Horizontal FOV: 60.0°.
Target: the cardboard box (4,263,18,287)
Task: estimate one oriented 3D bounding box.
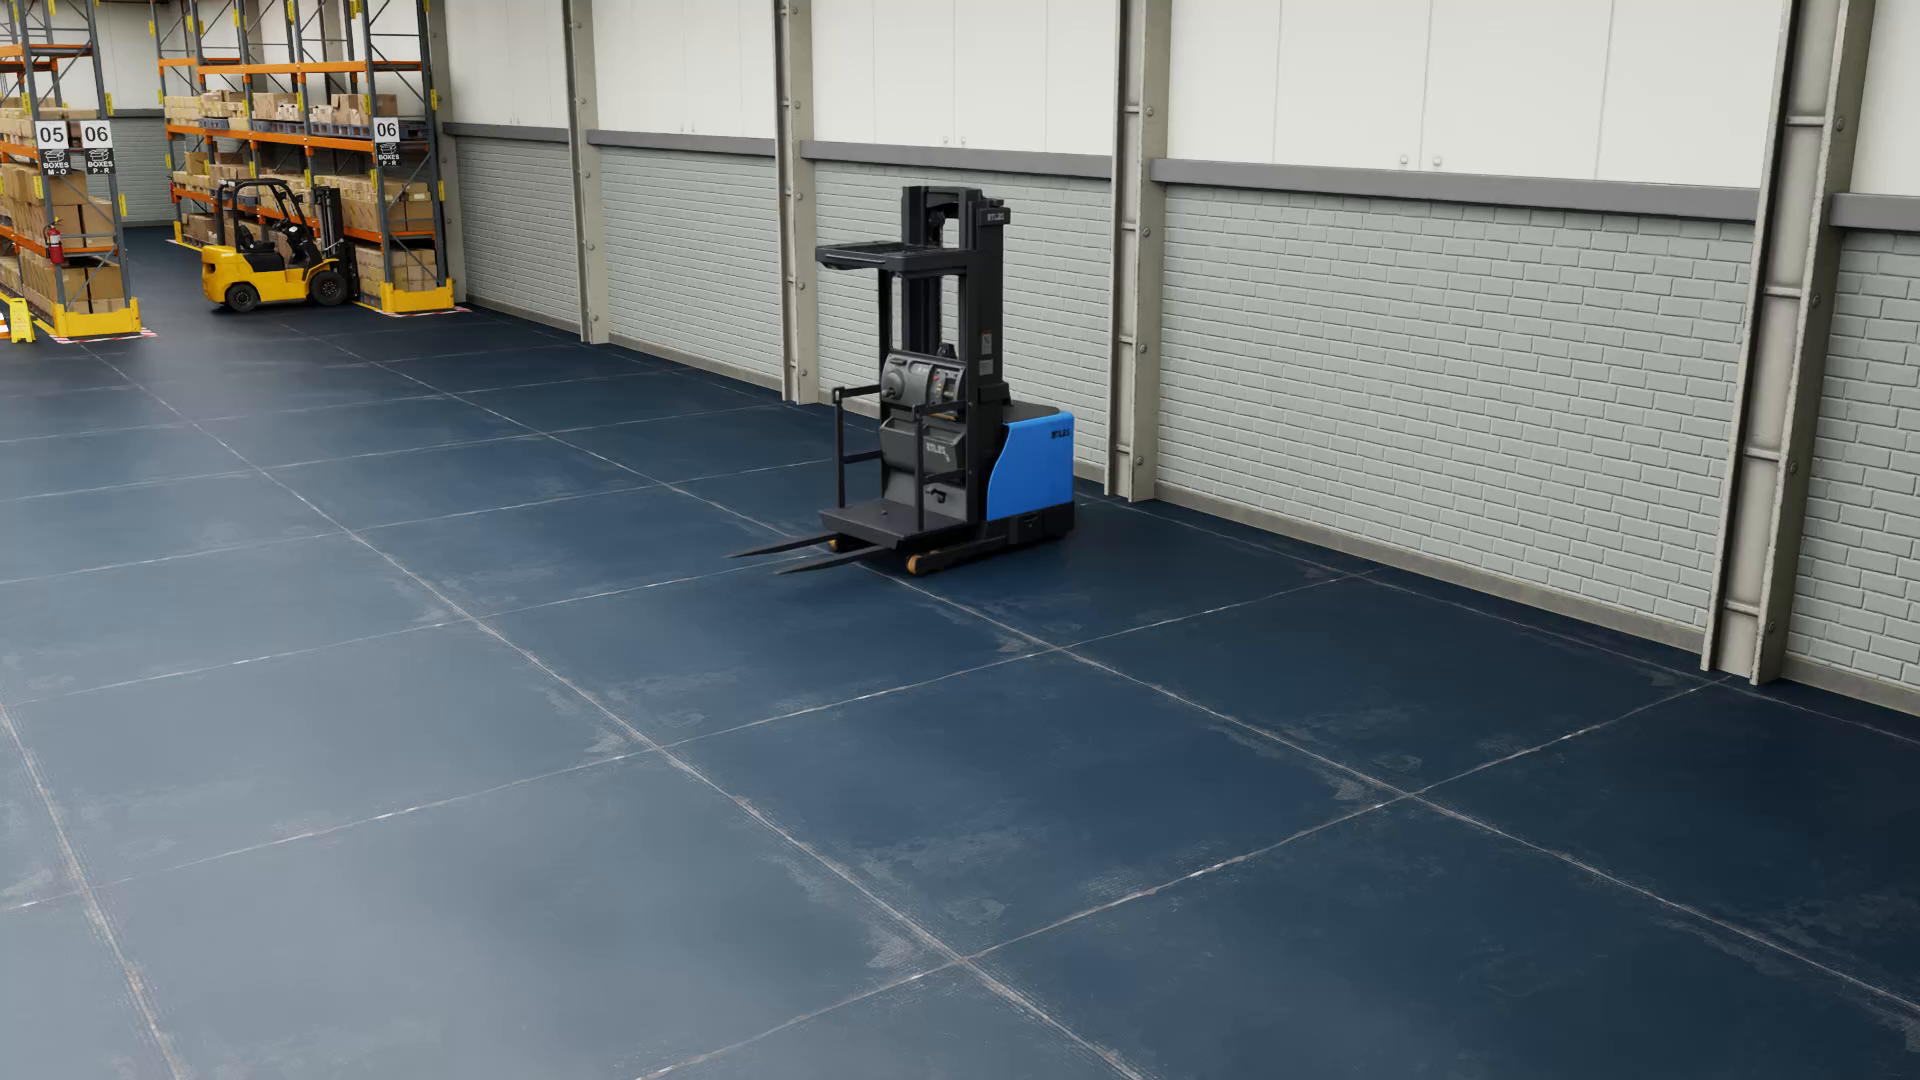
[{"bbox_3d":[-16.819,-4.846,30.283,0.950,0.372,0.625,-10,18,-33],"label":"cardboard box"}]

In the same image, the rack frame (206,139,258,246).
[{"bbox_3d":[-16.364,-7.978,37.542,1.000,3.000,0.127,-11,19,-35],"label":"rack frame"}]

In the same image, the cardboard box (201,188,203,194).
[{"bbox_3d":[-17.231,-8.050,38.281,0.380,0.149,0.250,-10,18,-33],"label":"cardboard box"}]

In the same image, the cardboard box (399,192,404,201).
[{"bbox_3d":[-9.495,-5.932,28.650,0.380,0.149,0.250,-11,19,-35],"label":"cardboard box"}]

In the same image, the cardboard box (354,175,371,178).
[{"bbox_3d":[-10.948,-6.638,30.667,0.380,0.149,0.250,-11,19,-35],"label":"cardboard box"}]

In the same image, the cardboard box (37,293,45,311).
[{"bbox_3d":[-14.624,-3.874,26.962,0.500,0.250,0.500,-12,19,-37],"label":"cardboard box"}]

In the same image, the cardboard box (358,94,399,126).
[{"bbox_3d":[-9.766,-7.218,27.910,0.500,0.500,0.500,-10,18,-33],"label":"cardboard box"}]

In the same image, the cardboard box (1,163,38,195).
[{"bbox_3d":[-15.590,-6.045,27.832,0.700,0.500,0.500,-11,19,-35],"label":"cardboard box"}]

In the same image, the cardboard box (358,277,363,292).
[{"bbox_3d":[-10.412,-4.559,29.464,0.500,0.250,0.500,-11,19,-34],"label":"cardboard box"}]

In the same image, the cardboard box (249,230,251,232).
[{"bbox_3d":[-15.030,-6.397,35.707,0.500,0.500,0.500,-10,18,-32],"label":"cardboard box"}]

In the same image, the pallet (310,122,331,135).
[{"bbox_3d":[-11.138,-7.496,30.266,1.003,0.211,1.213,-11,19,-35],"label":"pallet"}]

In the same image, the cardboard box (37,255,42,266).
[{"bbox_3d":[-14.419,-4.448,26.409,0.380,0.149,0.250,-10,18,-34],"label":"cardboard box"}]

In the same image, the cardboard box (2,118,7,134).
[{"bbox_3d":[-15.325,-6.771,27.172,0.500,0.250,0.500,-11,19,-35],"label":"cardboard box"}]

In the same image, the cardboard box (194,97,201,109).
[{"bbox_3d":[-16.856,-9.807,37.318,0.500,0.250,0.500,-11,19,-34],"label":"cardboard box"}]

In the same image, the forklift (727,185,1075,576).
[{"bbox_3d":[-0.454,-1.285,13.220,3.031,2.935,1.130,-14,20,-41],"label":"forklift"}]

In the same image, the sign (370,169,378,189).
[{"bbox_3d":[-9.755,-6.007,27.699,0.100,0.325,0.005,-11,19,-35],"label":"sign"}]

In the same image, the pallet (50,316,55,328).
[{"bbox_3d":[-13.815,-3.494,26.444,1.003,0.211,1.213,-11,19,-35],"label":"pallet"}]

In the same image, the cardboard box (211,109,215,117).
[{"bbox_3d":[-15.908,-9.211,35.857,0.380,0.149,0.250,-11,19,-35],"label":"cardboard box"}]

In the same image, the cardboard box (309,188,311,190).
[{"bbox_3d":[-12.041,-6.669,31.343,0.380,0.149,0.250,-10,18,-33],"label":"cardboard box"}]

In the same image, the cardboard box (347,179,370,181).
[{"bbox_3d":[-10.596,-6.290,29.395,0.380,0.149,0.250,-11,19,-34],"label":"cardboard box"}]

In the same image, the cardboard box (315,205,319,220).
[{"bbox_3d":[-11.611,-6.183,30.794,0.500,0.500,0.500,-12,19,-36],"label":"cardboard box"}]

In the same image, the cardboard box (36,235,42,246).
[{"bbox_3d":[-14.262,-4.715,26.097,0.380,0.149,0.250,-10,18,-34],"label":"cardboard box"}]

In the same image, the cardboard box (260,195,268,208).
[{"bbox_3d":[-13.949,-6.919,33.957,0.500,0.250,0.500,-11,19,-34],"label":"cardboard box"}]

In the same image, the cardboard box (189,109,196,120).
[{"bbox_3d":[-17.164,-9.669,37.761,0.500,0.250,0.500,-12,19,-36],"label":"cardboard box"}]

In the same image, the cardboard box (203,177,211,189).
[{"bbox_3d":[-16.861,-8.120,37.782,0.500,0.250,0.500,-10,18,-33],"label":"cardboard box"}]

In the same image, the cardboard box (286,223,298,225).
[{"bbox_3d":[-14.201,-6.654,35.417,0.380,0.149,0.250,-10,18,-33],"label":"cardboard box"}]

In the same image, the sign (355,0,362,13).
[{"bbox_3d":[-9.756,-8.717,26.958,0.100,0.325,0.005,-11,19,-35],"label":"sign"}]

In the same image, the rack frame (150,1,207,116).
[{"bbox_3d":[-18.716,-11.726,39.871,1.000,3.000,0.127,-11,19,-35],"label":"rack frame"}]

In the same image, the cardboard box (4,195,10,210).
[{"bbox_3d":[-16.130,-5.956,28.605,0.500,0.500,0.500,-11,19,-36],"label":"cardboard box"}]

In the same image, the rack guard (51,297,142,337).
[{"bbox_3d":[-13.366,-3.455,25.752,1.175,0.500,0.348,-11,19,-35],"label":"rack guard"}]

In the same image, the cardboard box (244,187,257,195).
[{"bbox_3d":[-14.709,-7.286,34.694,0.380,0.149,0.250,-10,18,-34],"label":"cardboard box"}]

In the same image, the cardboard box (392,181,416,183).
[{"bbox_3d":[-9.626,-6.140,28.847,0.380,0.149,0.250,-10,18,-33],"label":"cardboard box"}]

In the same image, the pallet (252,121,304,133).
[{"bbox_3d":[-13.541,-8.348,33.572,1.213,0.211,1.003,-10,18,-32],"label":"pallet"}]

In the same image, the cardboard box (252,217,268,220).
[{"bbox_3d":[-15.606,-7.148,37.221,0.380,0.149,0.250,-11,19,-34],"label":"cardboard box"}]

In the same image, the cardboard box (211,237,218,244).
[{"bbox_3d":[-16.929,-6.879,38.132,0.380,0.149,0.250,-12,19,-36],"label":"cardboard box"}]

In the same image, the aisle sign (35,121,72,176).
[{"bbox_3d":[-13.519,-5.840,24.806,0.394,0.787,0.004,-11,19,-35],"label":"aisle sign"}]

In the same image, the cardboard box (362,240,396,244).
[{"bbox_3d":[-10.618,-5.337,30.413,0.500,0.250,0.500,-11,19,-34],"label":"cardboard box"}]

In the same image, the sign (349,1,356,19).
[{"bbox_3d":[-11.197,-9.771,30.660,0.100,0.325,0.005,-11,19,-35],"label":"sign"}]

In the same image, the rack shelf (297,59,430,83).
[{"bbox_3d":[-10.484,-8.196,29.096,1.077,0.370,4.000,-11,19,-35],"label":"rack shelf"}]

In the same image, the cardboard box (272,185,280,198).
[{"bbox_3d":[-13.362,-6.938,33.081,0.500,0.250,0.500,-11,19,-36],"label":"cardboard box"}]

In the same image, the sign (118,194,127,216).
[{"bbox_3d":[-12.882,-5.146,25.556,0.100,0.325,0.005,-11,19,-35],"label":"sign"}]

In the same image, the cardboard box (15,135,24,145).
[{"bbox_3d":[-14.696,-6.324,26.292,0.380,0.149,0.250,-11,19,-35],"label":"cardboard box"}]

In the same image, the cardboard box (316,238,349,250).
[{"bbox_3d":[-11.630,-5.476,30.921,0.500,0.250,0.500,-11,19,-35],"label":"cardboard box"}]

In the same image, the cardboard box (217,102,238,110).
[{"bbox_3d":[-15.590,-9.246,35.422,0.380,0.149,0.250,-11,19,-34],"label":"cardboard box"}]

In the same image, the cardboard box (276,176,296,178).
[{"bbox_3d":[-13.397,-7.160,33.138,0.380,0.149,0.250,-11,19,-34],"label":"cardboard box"}]

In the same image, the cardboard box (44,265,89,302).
[{"bbox_3d":[-14.003,-4.013,26.048,0.500,0.500,0.500,-11,19,-34],"label":"cardboard box"}]

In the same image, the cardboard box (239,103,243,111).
[{"bbox_3d":[-14.720,-8.983,34.498,0.380,0.149,0.250,-12,19,-36],"label":"cardboard box"}]

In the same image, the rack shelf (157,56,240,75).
[{"bbox_3d":[-17.540,-10.950,38.406,1.077,0.370,4.000,-11,19,-35],"label":"rack shelf"}]

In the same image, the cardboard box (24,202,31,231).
[{"bbox_3d":[-14.728,-5.235,26.769,0.500,0.500,0.500,-11,19,-34],"label":"cardboard box"}]

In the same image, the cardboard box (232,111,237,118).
[{"bbox_3d":[-15.151,-9.008,35.152,0.380,0.149,0.250,-10,18,-33],"label":"cardboard box"}]
